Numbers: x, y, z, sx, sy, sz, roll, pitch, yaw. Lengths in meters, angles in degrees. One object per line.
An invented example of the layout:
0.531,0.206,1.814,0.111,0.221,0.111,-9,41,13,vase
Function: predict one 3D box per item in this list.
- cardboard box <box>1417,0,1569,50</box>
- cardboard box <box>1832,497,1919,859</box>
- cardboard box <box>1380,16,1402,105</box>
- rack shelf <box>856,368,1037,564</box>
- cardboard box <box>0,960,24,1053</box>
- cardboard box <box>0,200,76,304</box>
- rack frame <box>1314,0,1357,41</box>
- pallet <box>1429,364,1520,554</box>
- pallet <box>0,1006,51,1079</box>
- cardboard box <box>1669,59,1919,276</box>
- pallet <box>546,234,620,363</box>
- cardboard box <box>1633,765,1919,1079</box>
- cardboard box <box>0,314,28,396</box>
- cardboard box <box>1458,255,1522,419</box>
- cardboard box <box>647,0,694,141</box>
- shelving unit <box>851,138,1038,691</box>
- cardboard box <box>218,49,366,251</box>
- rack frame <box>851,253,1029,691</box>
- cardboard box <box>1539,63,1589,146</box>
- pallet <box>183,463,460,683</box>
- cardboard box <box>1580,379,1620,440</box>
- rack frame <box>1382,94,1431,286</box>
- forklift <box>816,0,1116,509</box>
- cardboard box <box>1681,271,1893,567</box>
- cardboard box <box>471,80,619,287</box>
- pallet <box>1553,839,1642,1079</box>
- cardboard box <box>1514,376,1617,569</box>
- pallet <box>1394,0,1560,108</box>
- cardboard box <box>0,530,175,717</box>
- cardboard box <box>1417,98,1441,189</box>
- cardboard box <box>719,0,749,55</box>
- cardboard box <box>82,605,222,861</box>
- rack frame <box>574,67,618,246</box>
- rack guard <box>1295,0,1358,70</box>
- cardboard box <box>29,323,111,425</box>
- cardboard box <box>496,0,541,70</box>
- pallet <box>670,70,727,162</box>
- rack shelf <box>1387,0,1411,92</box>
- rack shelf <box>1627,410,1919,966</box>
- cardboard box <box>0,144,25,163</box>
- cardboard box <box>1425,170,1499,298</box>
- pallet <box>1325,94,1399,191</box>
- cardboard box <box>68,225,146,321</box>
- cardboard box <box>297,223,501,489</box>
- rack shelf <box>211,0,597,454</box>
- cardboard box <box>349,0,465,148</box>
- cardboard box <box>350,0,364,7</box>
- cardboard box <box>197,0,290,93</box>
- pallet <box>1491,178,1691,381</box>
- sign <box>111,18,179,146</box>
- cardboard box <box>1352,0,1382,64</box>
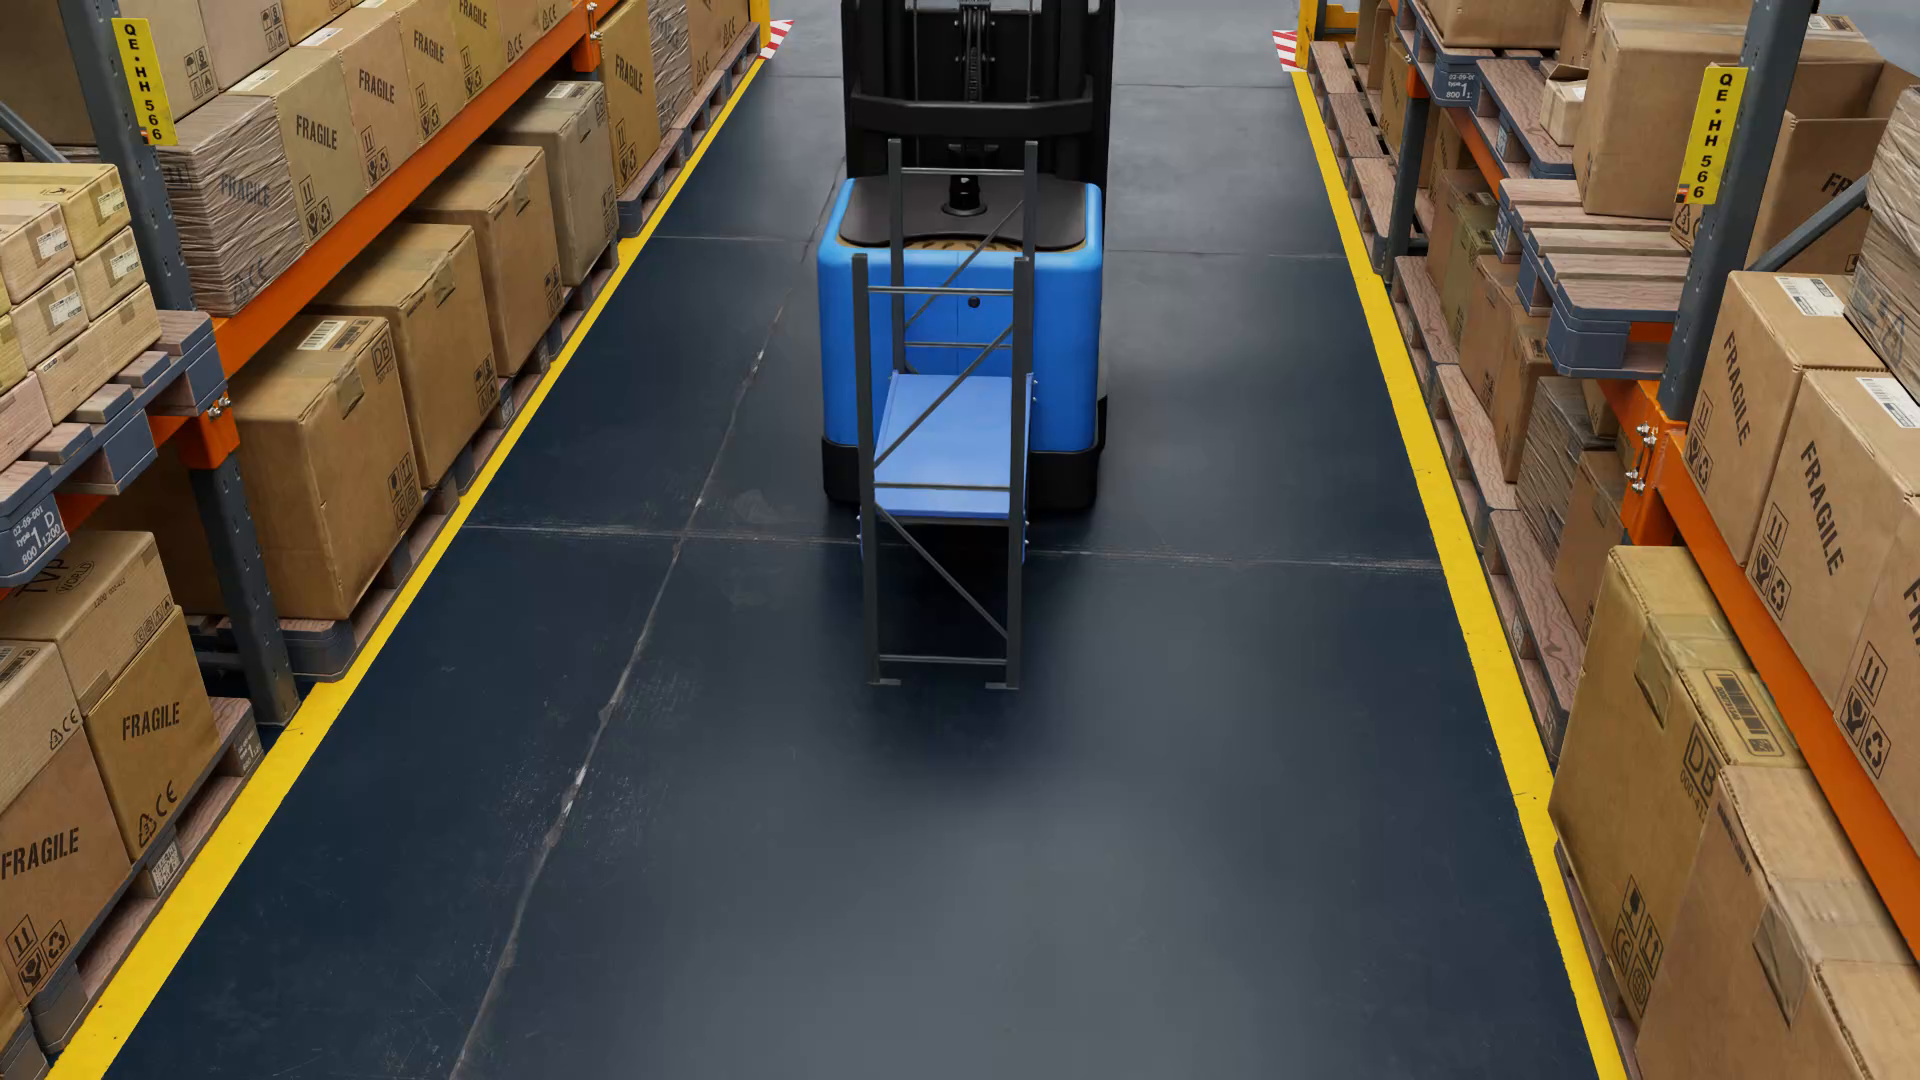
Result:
2.424,-2.582,6.609,1.000,1.000,1.000,3,32,4,cardboard box
1.914,0.272,2.854,0.500,0.500,0.500,2,32,3,cardboard box
2.802,-2.797,9.912,0.500,0.500,0.500,5,32,9,cardboard box
-0.023,-0.272,5.605,0.538,0.185,1.000,2,32,3,rack shelf
-2.499,1.059,3.655,0.500,0.500,0.500,1,32,2,cardboard box
-2.239,-0.648,3.715,0.380,0.149,0.250,2,32,3,cardboard box
2.954,-4.649,10.935,1.000,3.000,0.127,2,32,4,rack frame
2.469,-0.323,6.574,1.003,0.211,1.213,2,32,4,pallet
-2.800,1.501,3.612,1.003,0.211,1.213,2,32,4,pallet
2.306,-0.971,4.471,0.500,0.500,0.500,-1,32,-2,cardboard box
-2.295,-1.228,8.042,1.003,0.211,1.213,2,32,4,pallet
2.145,1.086,3.254,1.225,0.875,0.875,3,32,4,cardboard box
-2.258,-0.374,3.553,0.380,0.149,0.250,3,32,5,cardboard box
2.454,-0.819,6.683,0.700,0.500,0.500,0,32,0,cardboard box
-2.117,-2.894,9.711,0.875,0.875,0.875,3,32,4,cardboard box
-0.023,-0.426,5.511,0.538,1.500,1.048,2,32,3,shelving unit
-2.289,-1.262,5.344,0.500,0.500,0.500,2,32,4,cardboard box
-0.056,-0.159,5.079,0.500,1.500,0.032,2,32,3,rack frame
2.169,-1.471,5.505,0.396,0.266,0.258,2,32,3,cardboard box
-2.494,0.048,5.971,1.003,0.211,1.213,2,32,4,pallet
2.360,-0.538,5.512,0.500,0.250,0.500,6,32,10,cardboard box
2.628,-2.557,7.541,1.000,3.000,0.127,2,32,4,rack frame
0.087,-2.111,6.881,1.130,2.935,3.031,2,32,3,forklift
1.992,-0.266,3.727,0.500,0.500,0.500,3,32,5,cardboard box
-2.268,-1.715,7.917,1.050,0.750,0.750,2,32,4,cardboard box
2.163,1.130,4.215,1.003,0.211,1.213,2,32,4,pallet
2.369,-0.231,5.728,0.700,0.500,0.500,0,32,0,cardboard box
2.421,-2.082,6.953,1.003,0.211,1.213,2,32,4,pallet
-2.427,0.205,4.327,0.500,0.250,0.500,2,32,3,cardboard box
2.740,-2.179,8.909,0.500,0.500,0.500,13,34,19,cardboard box
-1.971,-3.830,11.231,0.875,0.875,0.875,3,32,4,cardboard box
-2.426,0.510,4.545,0.500,0.500,0.500,2,32,4,cardboard box
-2.307,-2.822,7.970,1.000,3.000,0.127,2,32,4,rack frame
2.948,-3.545,11.526,1.175,0.500,0.348,2,32,4,rack guard
-2.237,-0.395,3.871,0.380,0.149,0.250,2,32,4,cardboard box
-2.124,-2.316,7.054,0.500,0.500,0.500,2,32,3,cardboard box
-2.071,-2.669,10.380,1.003,0.211,1.213,2,32,4,pallet
2.791,-3.297,9.426,1.077,0.370,4.000,2,32,4,rack shelf
2.140,0.886,2.638,1.077,0.370,4.000,2,32,4,rack shelf
-2.864,-1.020,4.951,0.500,0.500,0.500,2,32,4,cardboard box
2.557,-1.360,7.562,0.700,0.500,0.500,0,32,0,cardboard box
2.744,-2.363,9.883,1.003,0.211,1.213,2,32,4,pallet
-2.219,-0.651,4.003,0.380,0.149,0.250,3,32,5,cardboard box
-2.426,-0.723,6.309,1.050,0.750,0.750,3,32,5,cardboard box
-2.470,-1.470,6.462,1.077,0.370,4.000,2,32,4,rack shelf
-2.204,-1.786,6.194,0.500,0.500,0.500,2,32,3,cardboard box
-2.466,-2.233,5.966,0.700,0.500,0.500,2,32,3,cardboard box
-2.547,-1.698,5.097,0.700,0.500,0.500,2,32,3,cardboard box
2.254,-0.761,4.809,1.213,0.211,1.003,2,32,4,pallet
-2.091,-1.171,4.264,0.100,0.325,0.005,2,32,4,sign
2.886,-3.438,10.952,0.500,0.500,0.500,8,33,13,cardboard box
